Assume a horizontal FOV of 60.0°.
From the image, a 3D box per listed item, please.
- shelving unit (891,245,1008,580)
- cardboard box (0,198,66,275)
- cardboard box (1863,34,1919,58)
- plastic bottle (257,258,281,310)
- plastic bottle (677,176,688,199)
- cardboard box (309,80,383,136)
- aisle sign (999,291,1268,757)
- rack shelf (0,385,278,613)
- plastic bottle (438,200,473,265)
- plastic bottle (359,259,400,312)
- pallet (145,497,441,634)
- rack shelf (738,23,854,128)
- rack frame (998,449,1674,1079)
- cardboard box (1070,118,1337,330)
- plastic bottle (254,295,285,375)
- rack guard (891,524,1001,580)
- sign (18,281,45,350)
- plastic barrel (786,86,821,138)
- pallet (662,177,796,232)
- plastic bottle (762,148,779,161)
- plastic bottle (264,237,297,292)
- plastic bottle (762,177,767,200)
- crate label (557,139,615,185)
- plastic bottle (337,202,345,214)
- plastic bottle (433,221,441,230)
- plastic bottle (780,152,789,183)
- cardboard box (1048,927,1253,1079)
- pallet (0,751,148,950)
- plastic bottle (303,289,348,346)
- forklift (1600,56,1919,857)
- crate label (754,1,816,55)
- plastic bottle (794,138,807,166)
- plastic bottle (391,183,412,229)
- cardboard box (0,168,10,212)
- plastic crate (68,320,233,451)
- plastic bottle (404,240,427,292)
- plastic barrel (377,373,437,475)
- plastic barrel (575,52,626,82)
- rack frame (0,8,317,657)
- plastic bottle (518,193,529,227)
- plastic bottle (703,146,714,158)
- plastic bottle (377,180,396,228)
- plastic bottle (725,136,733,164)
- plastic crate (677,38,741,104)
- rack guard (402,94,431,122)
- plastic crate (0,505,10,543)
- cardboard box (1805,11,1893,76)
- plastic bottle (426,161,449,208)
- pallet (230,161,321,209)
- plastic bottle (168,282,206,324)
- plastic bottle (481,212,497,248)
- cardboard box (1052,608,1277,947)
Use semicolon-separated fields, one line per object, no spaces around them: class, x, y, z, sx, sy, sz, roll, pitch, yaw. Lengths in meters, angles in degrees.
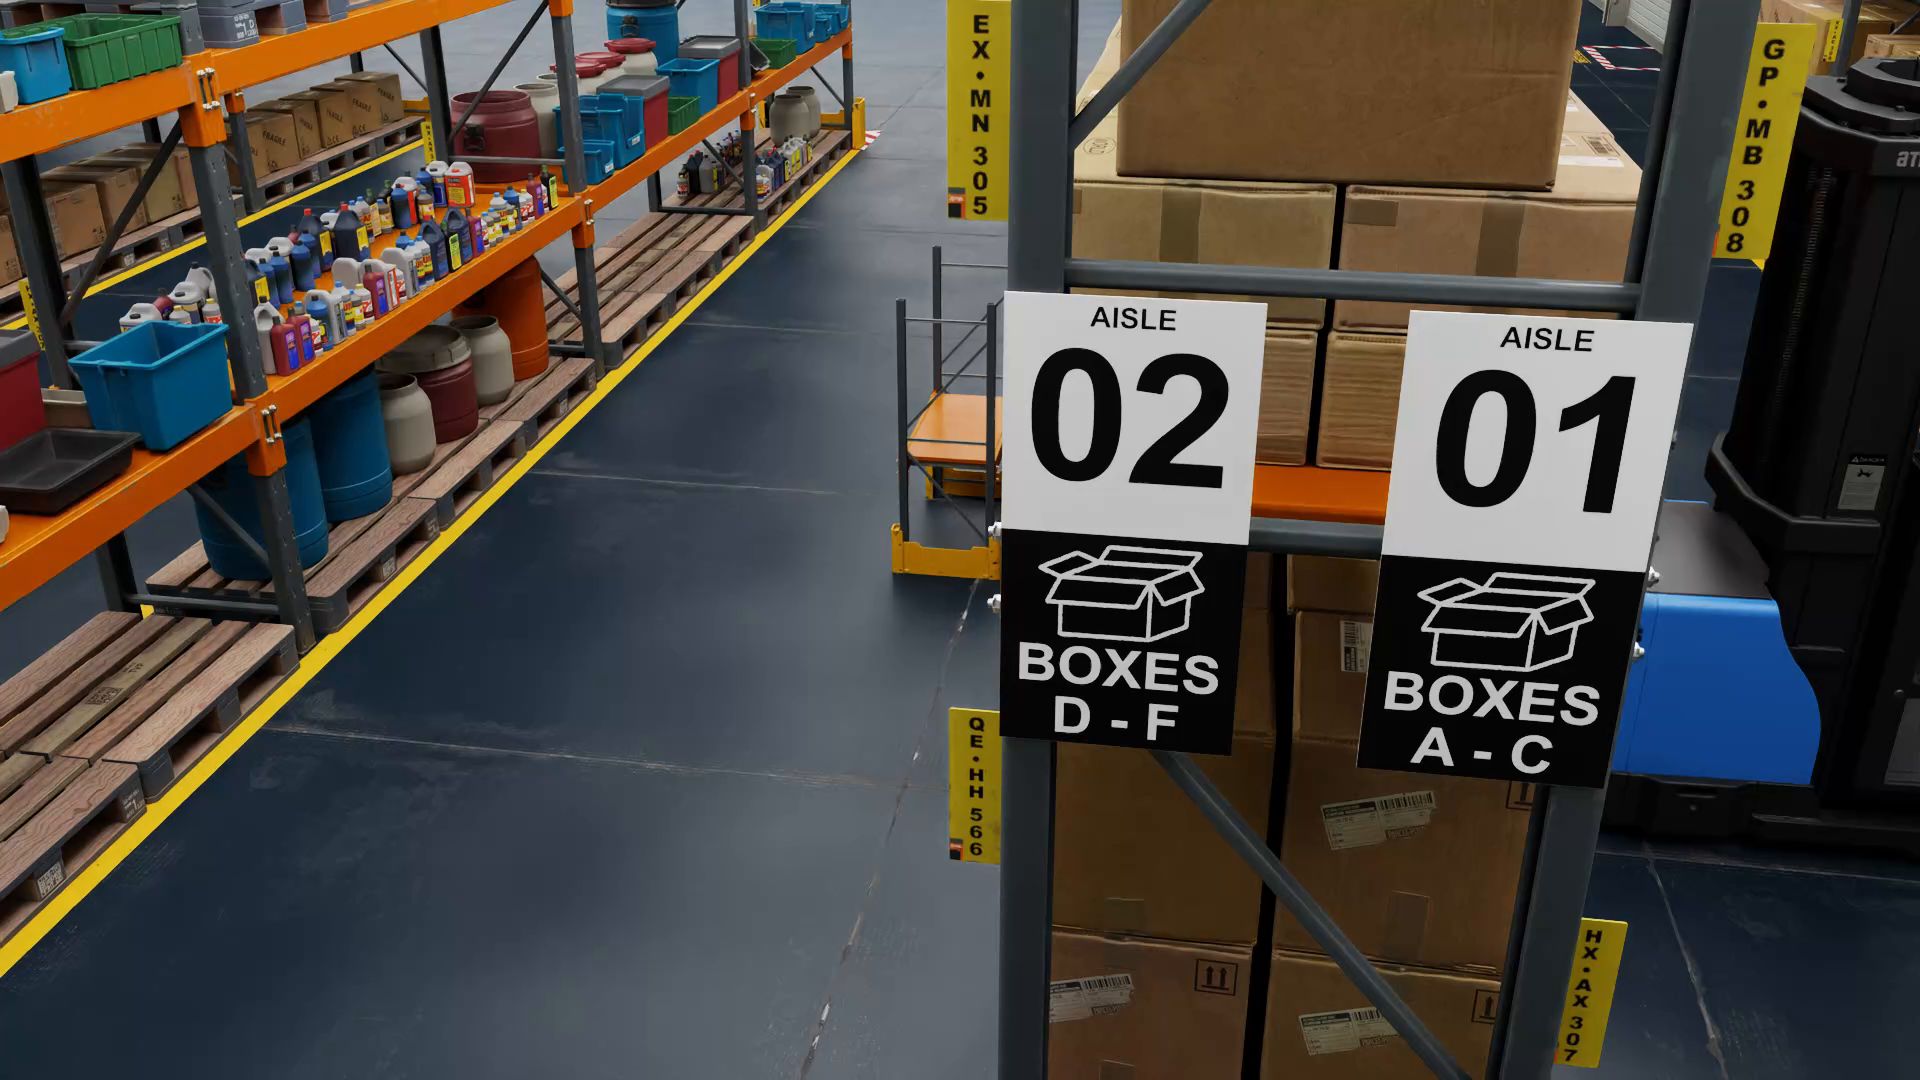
shelving unit;0.012;-0.711;9.000;0.587;1.500;1.083;4;25;9
cardboard box;-7.722;-2.452;13.380;0.700;0.500;0.500;2;25;4
cardboard box;7.307;-3.548;12.655;0.700;0.500;0.500;4;25;9
plastic bottle;-3.644;-1.346;8.739;0.097;0.271;0.097;0;25;0
plastic bottle;-2.598;-3.305;15.555;0.097;0.201;0.097;0;25;0
cardboard box;-6.765;-4.762;18.339;0.500;0.500;0.500;11;27;22
aisle sign;0.261;-0.007;2.660;0.394;0.787;0.004;4;25;9
rack shelf;-3.985;0.308;5.902;1.077;0.370;4.000;4;25;9
plastic bottle;-2.903;-1.765;9.540;0.144;0.351;0.185;4;25;9
plastic bottle;-3.055;-1.353;8.748;0.152;0.276;0.135;4;25;9
pallet;-3.490;0.089;8.811;1.003;0.211;1.213;4;25;9
rack shelf;-2.023;-4.711;16.625;1.077;0.370;4.000;4;25;9
rack frame;0.575;1.163;3.226;1.000;3.000;0.127;4;25;9
cardboard box;0.407;-0.586;3.013;0.500;0.250;0.500;4;25;9
plastic bottle;-3.274;-0.974;7.850;0.144;0.351;0.185;4;25;9
rack guard;-0.069;0.063;8.820;0.587;0.250;0.087;4;25;9
sign;-4.200;-1.019;7.561;0.100;0.325;0.005;4;25;9
plastic barrel;-1.729;-4.656;18.098;0.421;0.512;0.421;0;25;0
pallet;-2.199;-3.215;15.870;1.003;0.211;1.213;4;25;9
plastic bottle;-1.859;-3.731;16.377;0.152;0.276;0.135;4;25;9
plastic bottle;-3.710;-1.502;9.068;0.152;0.276;0.135;4;25;9
plastic bottle;-1.849;-3.278;15.496;0.097;0.201;0.097;0;25;0
crate label;-2.565;-2.602;11.468;0.303;0.233;0.416;4;25;9
plastic bottle;-3.627;-1.836;9.771;0.061;0.283;0.133;4;25;9
plastic bottle;-2.948;-1.669;9.415;0.061;0.283;0.133;4;25;9
plastic bottle;-1.710;-3.623;16.138;0.061;0.283;0.133;5;26;11
cardboard box;0.379;0.912;3.646;0.500;0.500;0.500;5;26;10
pallet;-3.937;1.231;6.372;1.003;0.211;1.213;4;25;9
plastic bottle;-3.146;-1.118;8.247;0.152;0.276;0.135;4;25;9
forklift;3.823;-0.282;6.396;3.031;2.935;1.130;3;25;7
crate label;-1.730;-5.101;16.567;0.502;0.435;0.616;4;25;9
plastic bottle;-1.632;-3.937;16.816;0.152;0.276;0.135;4;25;9
plastic bottle;-3.455;-2.066;10.278;0.097;0.271;0.097;0;25;0
cardboard box;-7.734;-2.782;13.200;0.500;0.250;0.500;7;26;14
plastic crate;-3.397;-0.655;7.060;0.392;0.384;0.575;4;25;9
plastic bottle;-2.971;-1.494;9.056;0.097;0.271;0.097;0;25;0
plastic barrel;-3.256;-0.670;9.583;0.421;0.512;0.421;0;25;0
plastic barrel;-2.843;-3.570;13.178;0.433;0.535;0.433;0;25;0
rack frame;-3.658;-0.854;7.537;1.000;3.000;0.127;4;25;9
plastic bottle;-2.740;-2.054;10.335;0.097;0.201;0.097;0;25;0
plastic bottle;-2.445;-3.704;16.232;0.144;0.351;0.185;4;25;8
plastic bottle;-3.536;-2.070;10.271;0.061;0.283;0.133;4;25;9
plastic bottle;-2.356;-3.957;16.864;0.097;0.271;0.097;0;25;0
plastic crate;-2.127;-4.006;14.194;0.402;0.464;0.583;4;25;9
rack guard;-6.595;-5.052;19.454;1.175;0.500;0.348;4;25;9
plastic crate;-3.646;-0.013;5.980;0.293;0.136;0.466;4;25;9
cardboard box;7.196;-4.014;13.555;0.500;0.500;0.500;4;25;8
plastic bottle;-3.394;-2.313;10.799;0.152;0.276;0.135;4;25;9
pallet;-7.162;-3.564;16.615;1.003;0.211;1.213;4;25;9
plastic bottle;-3.852;-1.138;8.290;0.152;0.276;0.135;4;25;9
plastic bottle;-2.819;-1.851;9.900;0.097;0.201;0.097;0;25;0
cardboard box;0.376;0.460;3.432;0.500;0.500;0.500;4;25;8
